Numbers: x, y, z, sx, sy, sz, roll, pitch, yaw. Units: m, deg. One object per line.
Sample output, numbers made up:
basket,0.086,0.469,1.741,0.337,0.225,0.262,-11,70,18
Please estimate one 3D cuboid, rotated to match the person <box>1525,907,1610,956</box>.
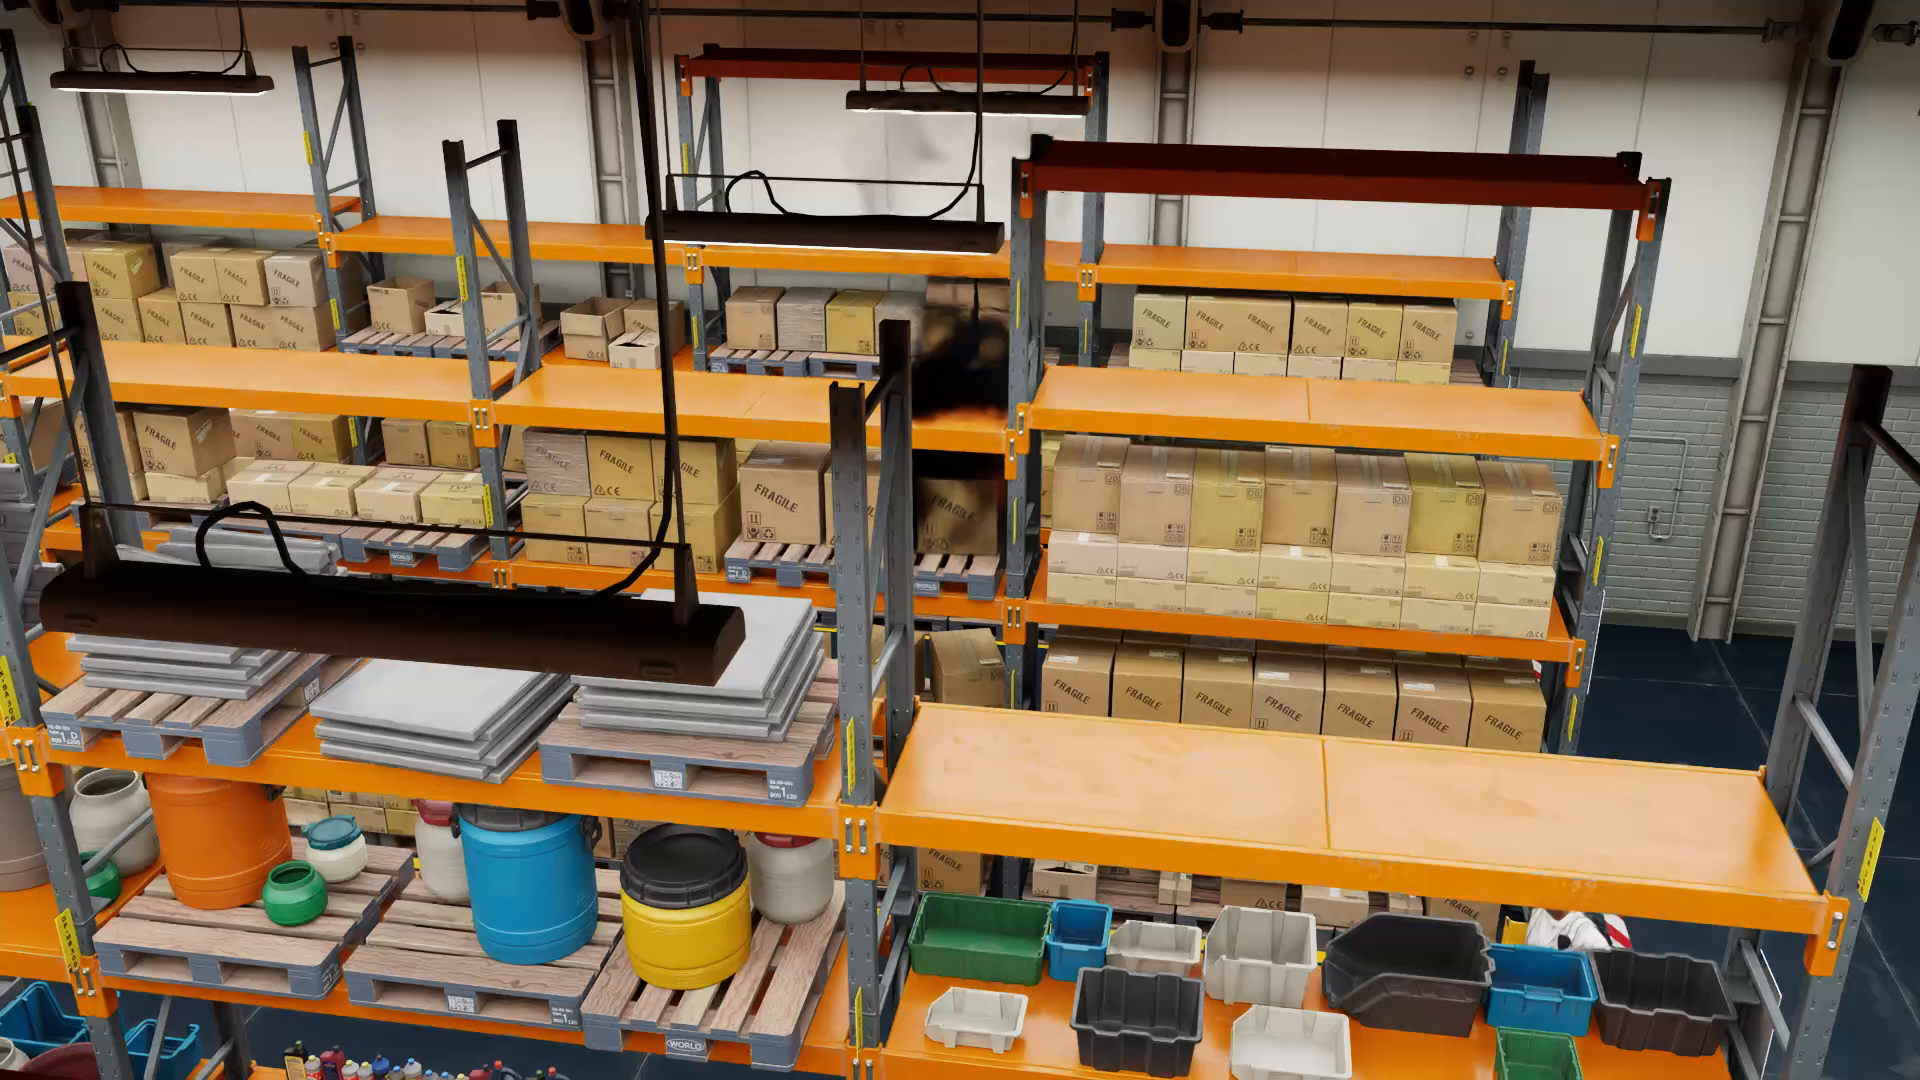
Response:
person,4.044,2.984,11.173,0.603,1.714,0.704,-12,26,-26
